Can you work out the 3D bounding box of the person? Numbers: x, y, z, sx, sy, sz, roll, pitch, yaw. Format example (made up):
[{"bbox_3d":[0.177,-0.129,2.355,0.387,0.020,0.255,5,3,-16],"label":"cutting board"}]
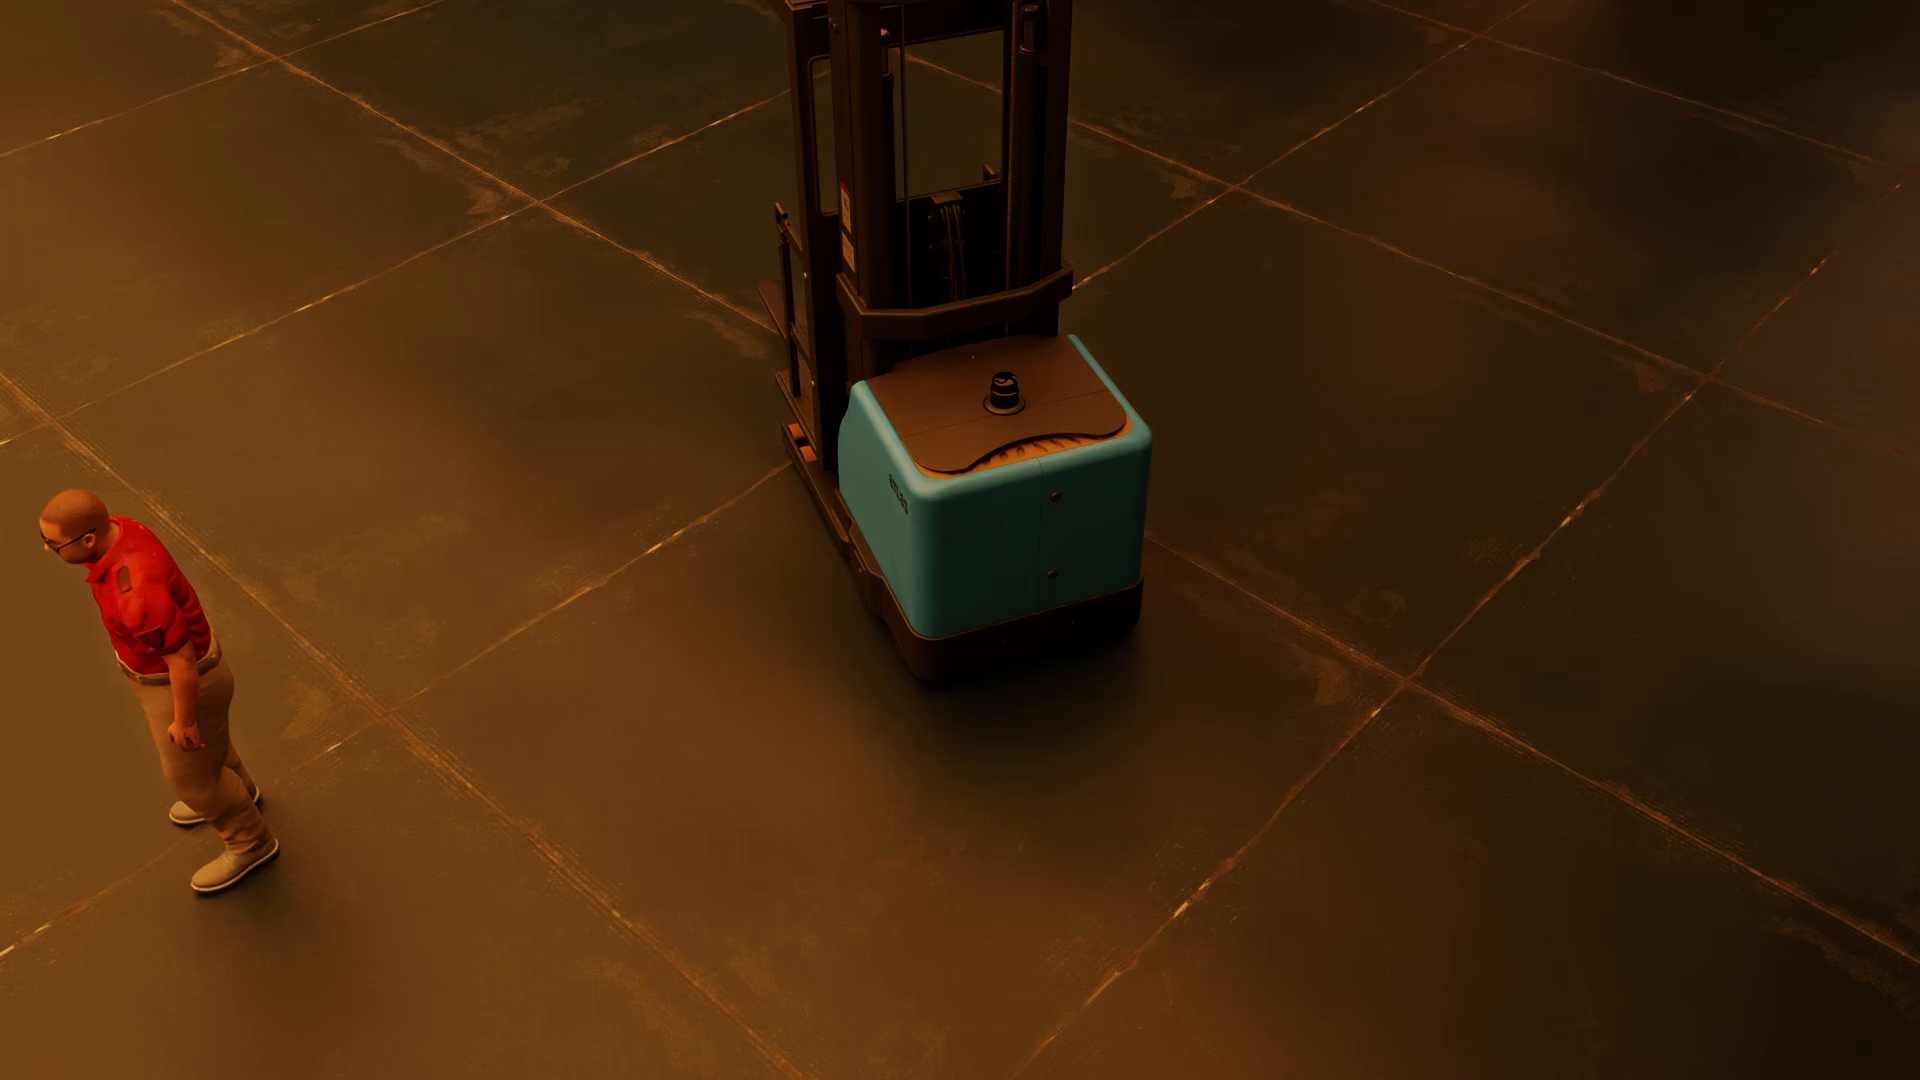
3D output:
[{"bbox_3d":[-2.759,0.487,5.786,0.398,1.727,0.586,-22,45,-24],"label":"person"}]

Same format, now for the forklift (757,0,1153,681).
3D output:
[{"bbox_3d":[-0.227,-1.493,7.169,1.130,2.935,3.031,-14,43,-16],"label":"forklift"}]
